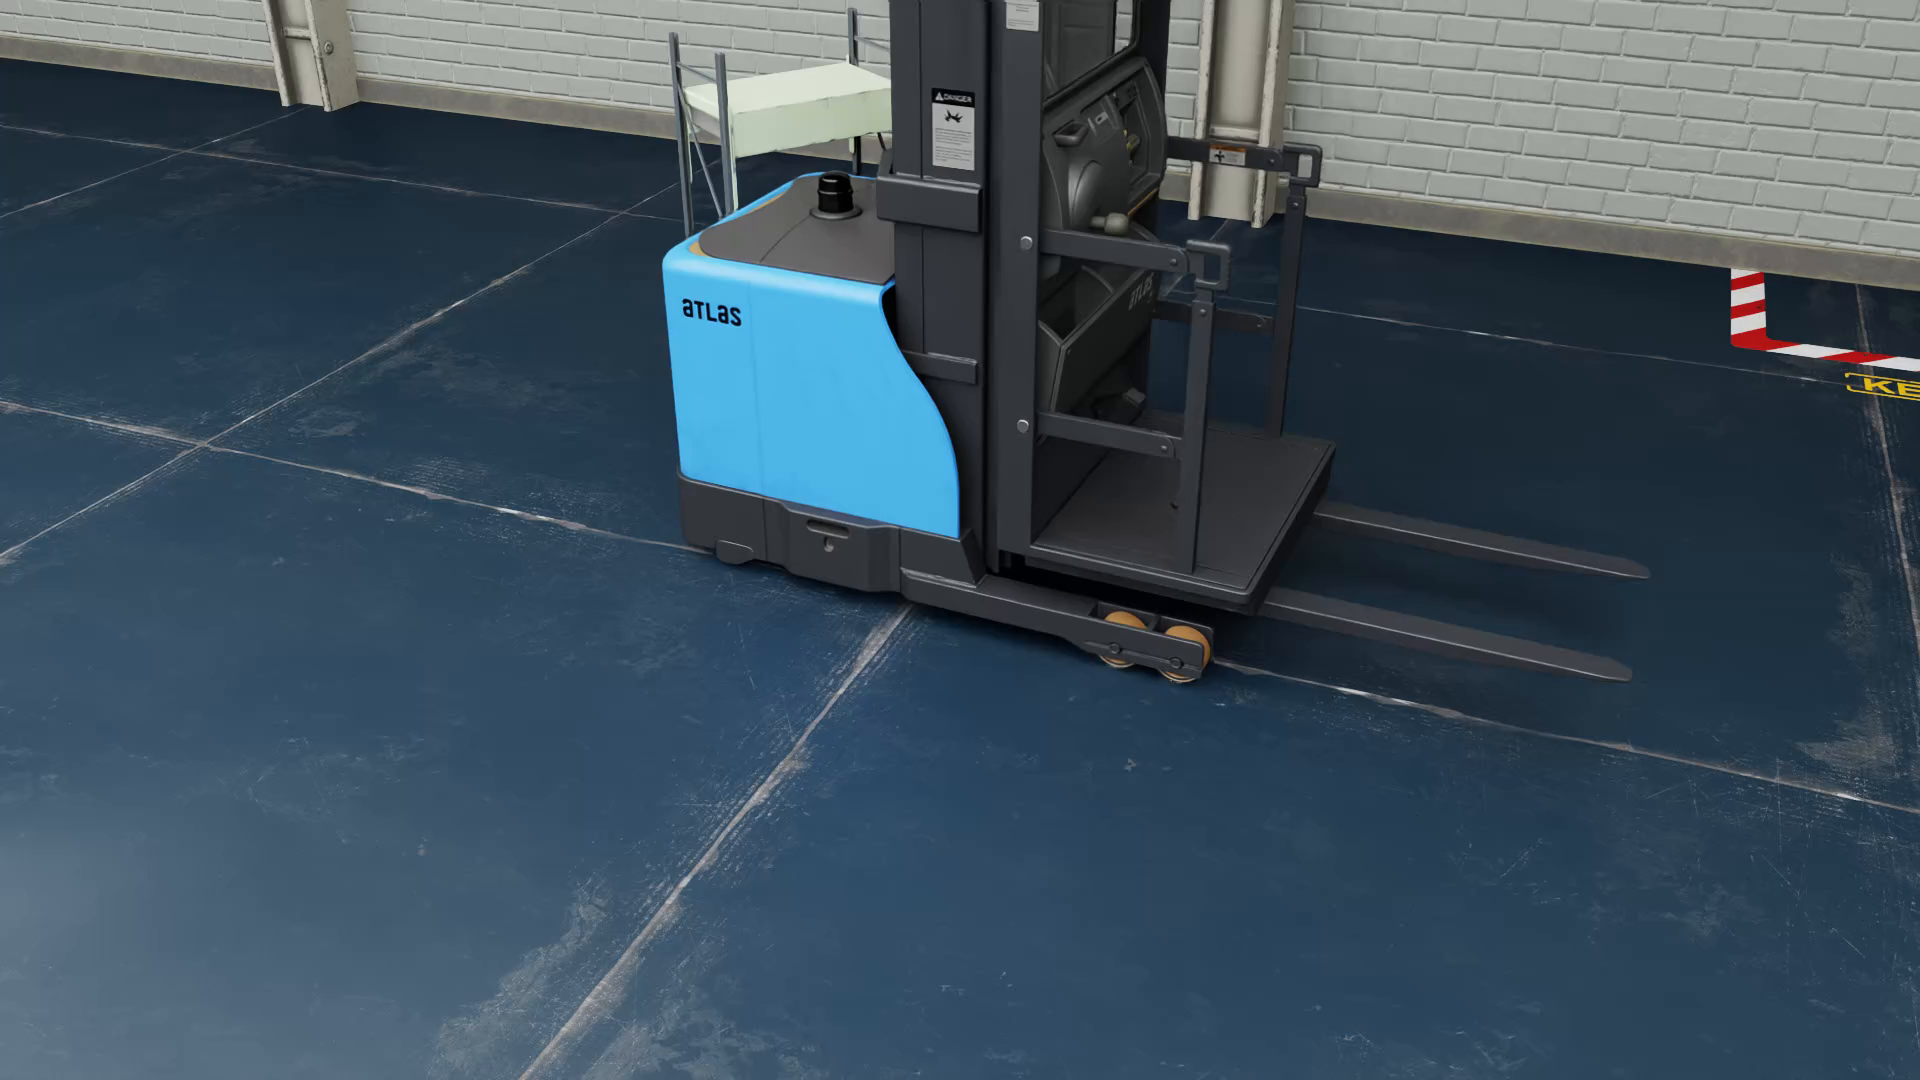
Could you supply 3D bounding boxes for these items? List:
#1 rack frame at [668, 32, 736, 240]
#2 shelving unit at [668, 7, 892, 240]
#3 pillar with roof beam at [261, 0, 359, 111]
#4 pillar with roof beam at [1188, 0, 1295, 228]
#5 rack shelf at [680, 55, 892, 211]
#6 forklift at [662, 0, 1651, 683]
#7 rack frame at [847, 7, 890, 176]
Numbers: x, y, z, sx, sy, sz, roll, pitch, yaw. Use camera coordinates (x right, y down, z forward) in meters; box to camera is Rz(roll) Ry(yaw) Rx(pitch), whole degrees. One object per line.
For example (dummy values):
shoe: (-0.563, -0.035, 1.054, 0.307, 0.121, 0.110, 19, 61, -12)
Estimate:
rack frame: (-0.911, -1.061, 6.103, 0.023, 1.500, 0.400, -18, 34, -29)
shelving unit: (-0.606, -1.161, 6.280, 0.755, 1.500, 0.431, -18, 34, -29)
pillar with roof beam: (-5.742, -4.784, 5.069, 0.400, 9.000, 9.100, 11, 31, 19)
pillar with roof beam: (-0.183, -3.674, 3.105, 0.400, 9.000, 9.100, 11, 31, 19)
rack shelf: (-0.606, -1.501, 6.088, 0.720, 0.370, 0.431, -18, 34, -29)
forklift: (0.616, -1.147, 4.801, 3.031, 2.935, 1.130, 13, 32, 21)
rack frame: (-0.302, -1.261, 6.457, 0.023, 1.500, 0.400, -18, 34, -29)
